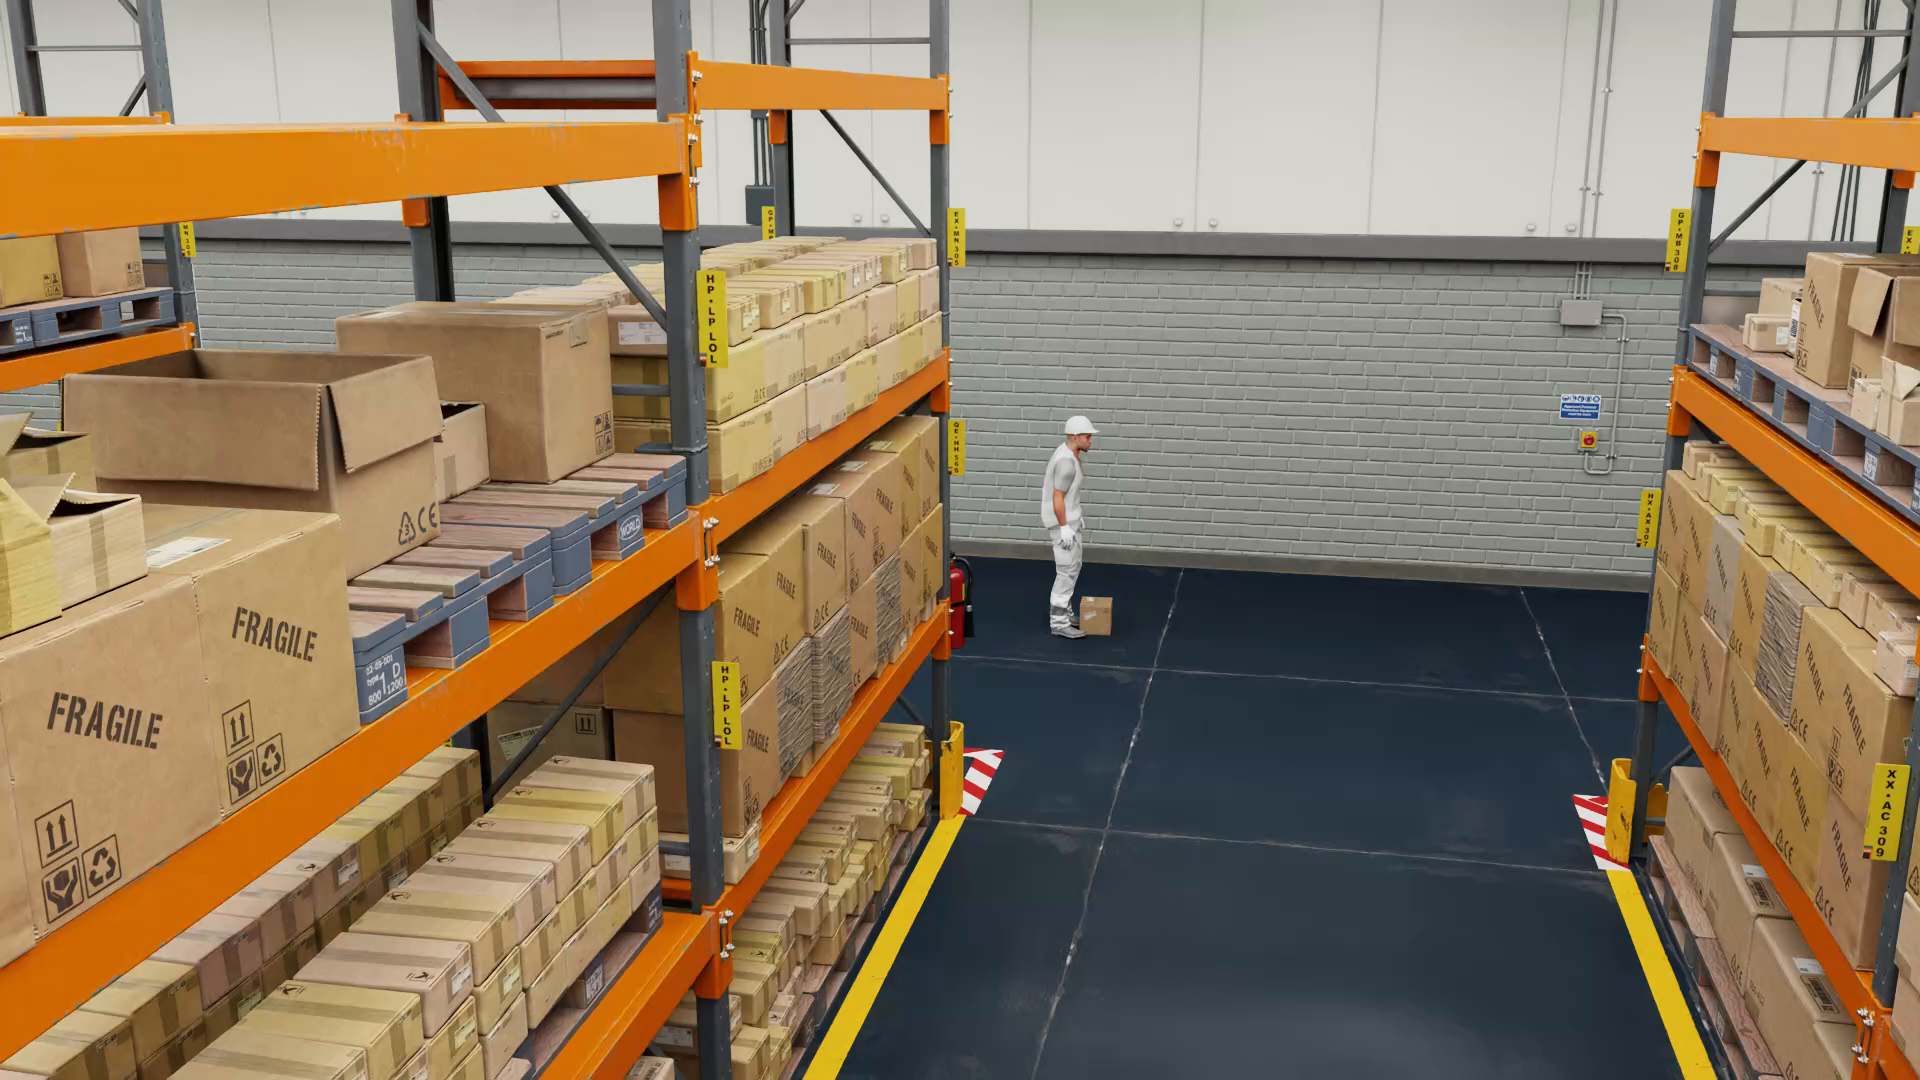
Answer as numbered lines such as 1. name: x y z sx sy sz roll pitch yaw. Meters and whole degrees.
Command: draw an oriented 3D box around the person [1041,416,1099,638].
1. person: 0.887 -0.124 13.461 0.451 1.779 0.608 3 15 11
